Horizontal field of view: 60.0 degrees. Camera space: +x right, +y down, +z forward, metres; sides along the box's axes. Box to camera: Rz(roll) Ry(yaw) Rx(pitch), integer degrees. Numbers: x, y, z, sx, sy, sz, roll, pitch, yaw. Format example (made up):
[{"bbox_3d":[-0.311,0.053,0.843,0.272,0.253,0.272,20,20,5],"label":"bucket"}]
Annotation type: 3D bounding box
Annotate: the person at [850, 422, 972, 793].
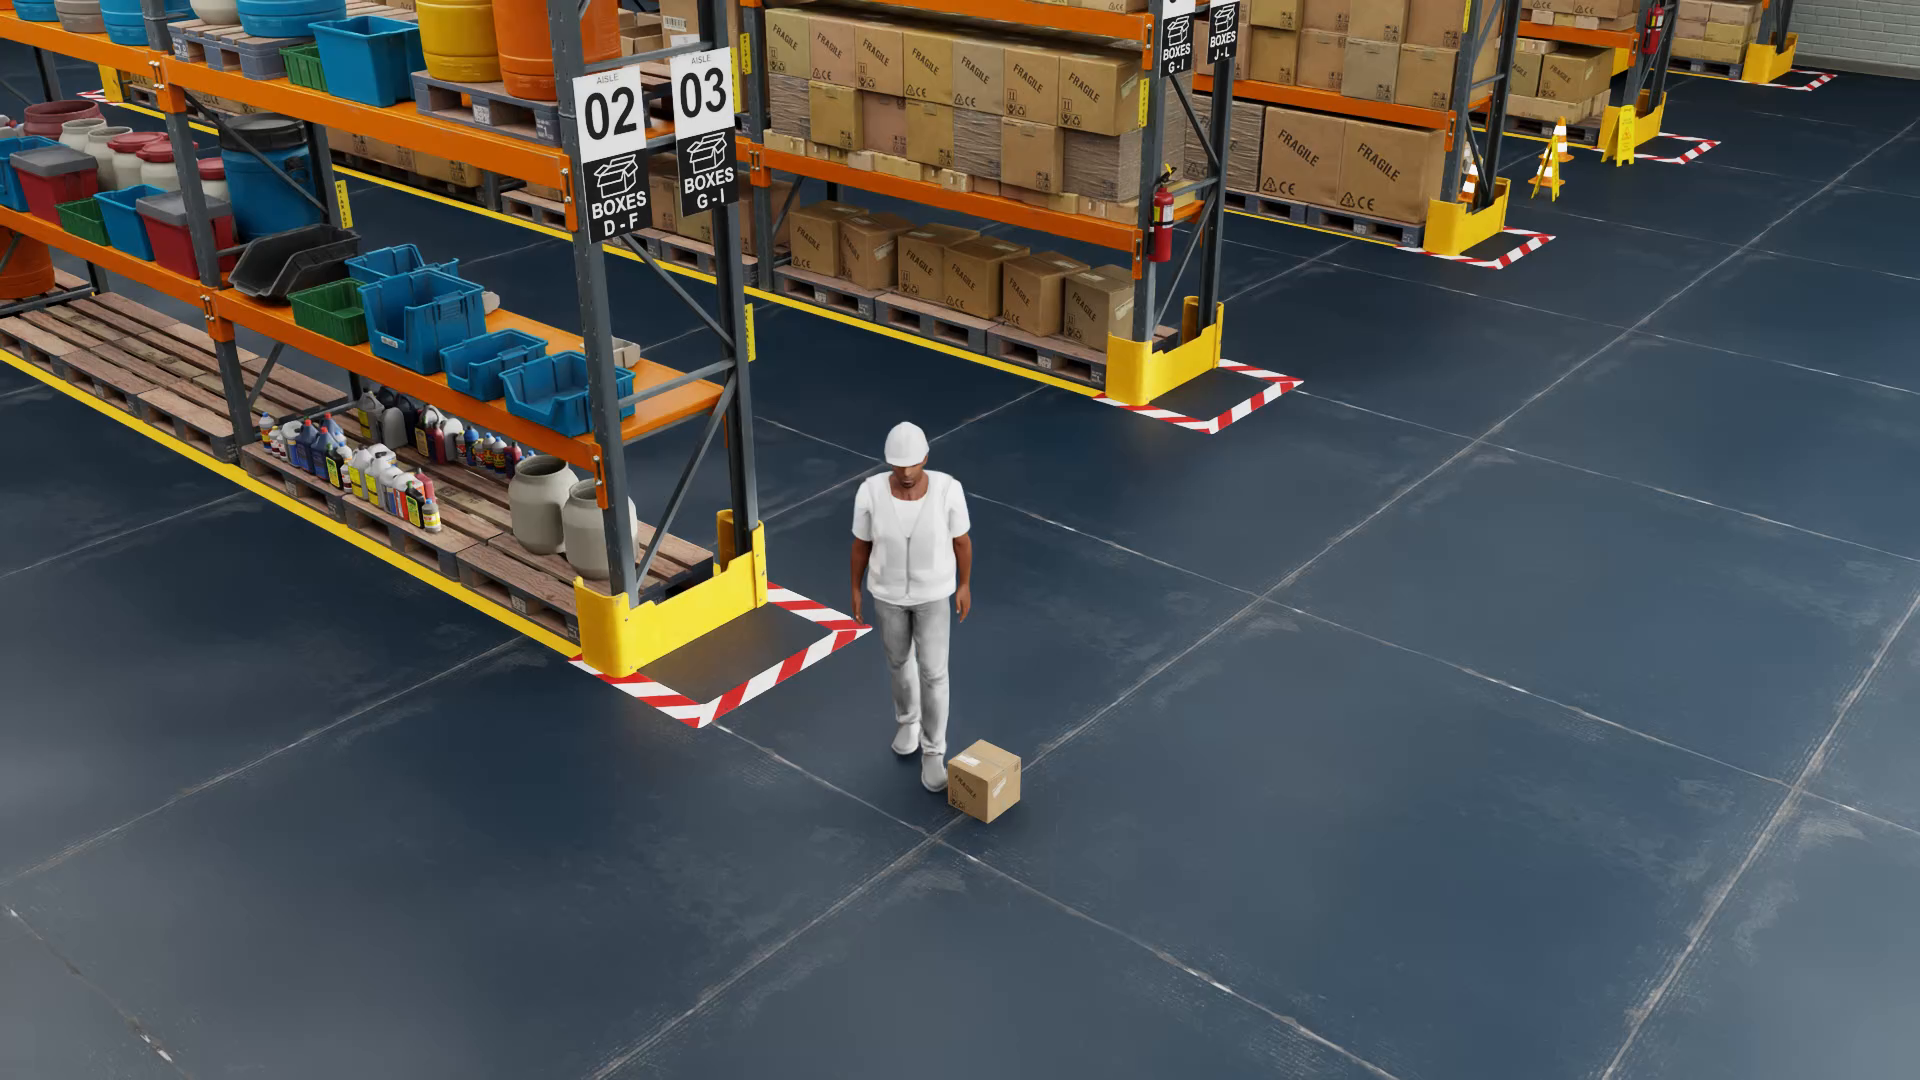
[{"bbox_3d":[-0.255,0.307,7.963,0.587,1.761,0.626,2,27,5],"label":"person"}]
